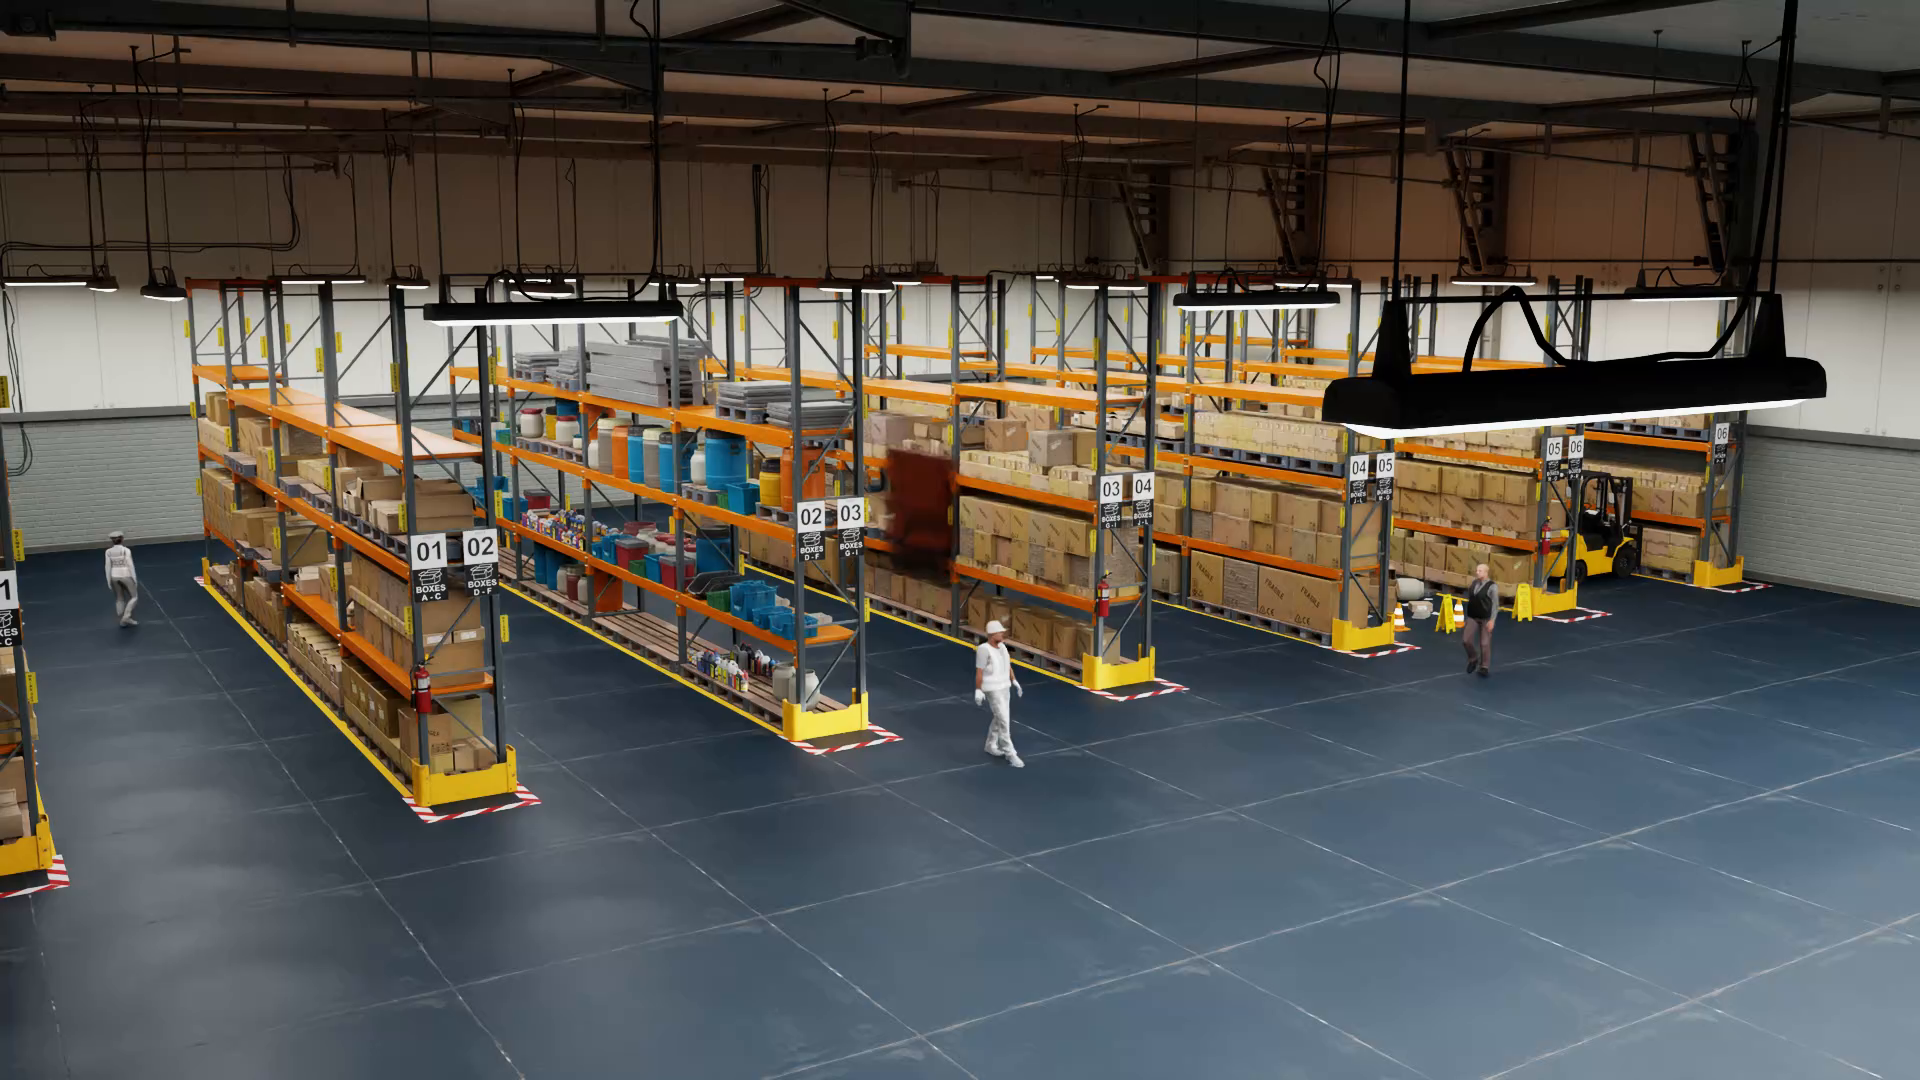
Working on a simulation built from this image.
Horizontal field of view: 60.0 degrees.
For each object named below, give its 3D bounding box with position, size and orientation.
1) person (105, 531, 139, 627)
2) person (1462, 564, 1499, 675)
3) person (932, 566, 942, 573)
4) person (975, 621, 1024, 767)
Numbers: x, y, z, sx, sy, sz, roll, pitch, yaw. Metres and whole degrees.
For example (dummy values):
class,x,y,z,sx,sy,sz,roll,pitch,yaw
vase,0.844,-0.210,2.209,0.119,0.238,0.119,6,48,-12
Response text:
class,x,y,z,sx,sy,sz,roll,pitch,yaw
person,-14.592,0.690,28.904,0.515,1.675,0.480,0,10,2
person,7.994,1.233,25.467,0.512,1.741,0.445,7,12,35
person,-0.215,0.046,32.711,1.070,1.588,0.454,9,13,43
person,0.582,1.935,21.219,0.747,1.787,0.584,6,11,33
